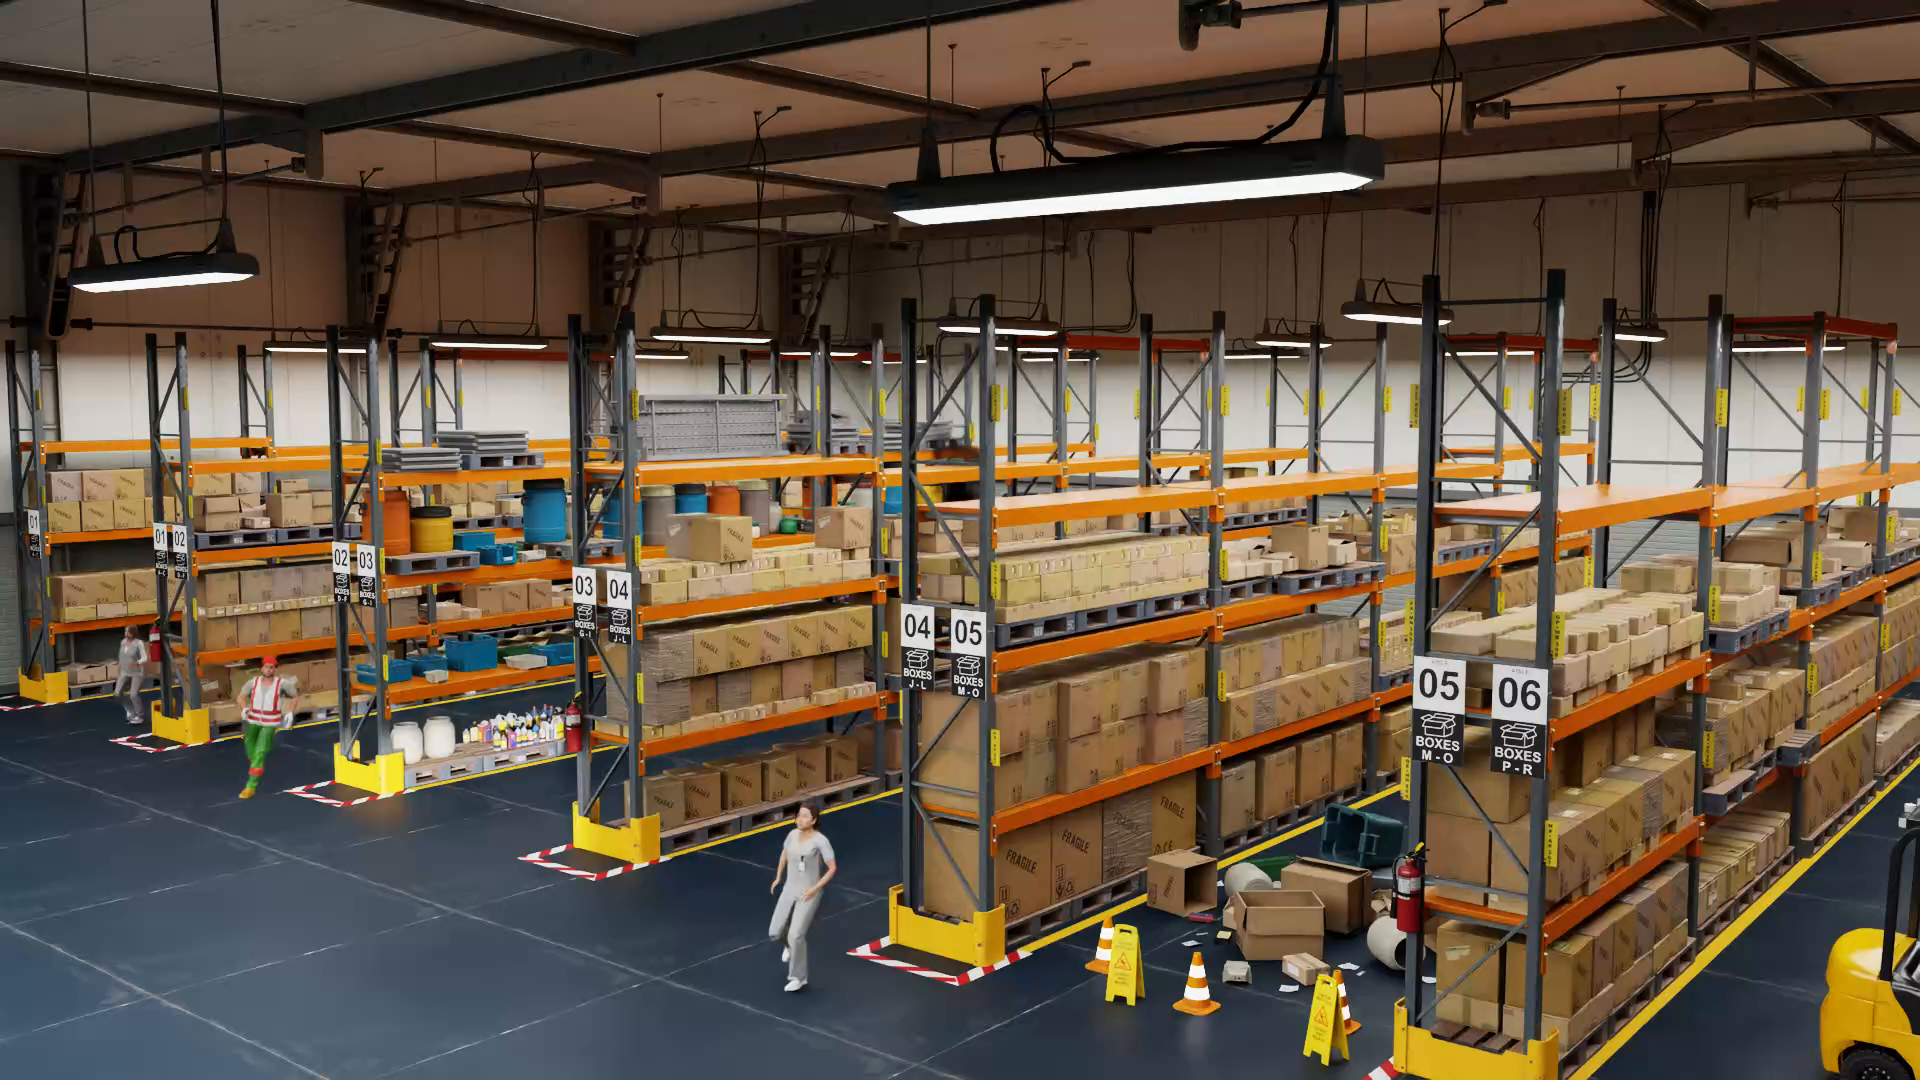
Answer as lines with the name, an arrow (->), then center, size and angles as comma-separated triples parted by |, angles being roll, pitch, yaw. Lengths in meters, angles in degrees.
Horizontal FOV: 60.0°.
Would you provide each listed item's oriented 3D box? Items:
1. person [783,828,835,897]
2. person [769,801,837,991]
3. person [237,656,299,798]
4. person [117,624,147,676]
person -> -1.356, 2.113, 24.406 | 10.320, 1.739, 17.796 | 3, 6, 29
person -> -1.368, 3.073, 14.443 | 0.636, 1.620, 0.540 | 2, 6, 25
person -> -5.193, 1.762, 27.695 | 9.192, 1.697, 13.075 | 0, 5, -5
person -> -12.777, 1.707, 25.518 | 0.515, 0.783, 0.514 | 0, 5, 5
